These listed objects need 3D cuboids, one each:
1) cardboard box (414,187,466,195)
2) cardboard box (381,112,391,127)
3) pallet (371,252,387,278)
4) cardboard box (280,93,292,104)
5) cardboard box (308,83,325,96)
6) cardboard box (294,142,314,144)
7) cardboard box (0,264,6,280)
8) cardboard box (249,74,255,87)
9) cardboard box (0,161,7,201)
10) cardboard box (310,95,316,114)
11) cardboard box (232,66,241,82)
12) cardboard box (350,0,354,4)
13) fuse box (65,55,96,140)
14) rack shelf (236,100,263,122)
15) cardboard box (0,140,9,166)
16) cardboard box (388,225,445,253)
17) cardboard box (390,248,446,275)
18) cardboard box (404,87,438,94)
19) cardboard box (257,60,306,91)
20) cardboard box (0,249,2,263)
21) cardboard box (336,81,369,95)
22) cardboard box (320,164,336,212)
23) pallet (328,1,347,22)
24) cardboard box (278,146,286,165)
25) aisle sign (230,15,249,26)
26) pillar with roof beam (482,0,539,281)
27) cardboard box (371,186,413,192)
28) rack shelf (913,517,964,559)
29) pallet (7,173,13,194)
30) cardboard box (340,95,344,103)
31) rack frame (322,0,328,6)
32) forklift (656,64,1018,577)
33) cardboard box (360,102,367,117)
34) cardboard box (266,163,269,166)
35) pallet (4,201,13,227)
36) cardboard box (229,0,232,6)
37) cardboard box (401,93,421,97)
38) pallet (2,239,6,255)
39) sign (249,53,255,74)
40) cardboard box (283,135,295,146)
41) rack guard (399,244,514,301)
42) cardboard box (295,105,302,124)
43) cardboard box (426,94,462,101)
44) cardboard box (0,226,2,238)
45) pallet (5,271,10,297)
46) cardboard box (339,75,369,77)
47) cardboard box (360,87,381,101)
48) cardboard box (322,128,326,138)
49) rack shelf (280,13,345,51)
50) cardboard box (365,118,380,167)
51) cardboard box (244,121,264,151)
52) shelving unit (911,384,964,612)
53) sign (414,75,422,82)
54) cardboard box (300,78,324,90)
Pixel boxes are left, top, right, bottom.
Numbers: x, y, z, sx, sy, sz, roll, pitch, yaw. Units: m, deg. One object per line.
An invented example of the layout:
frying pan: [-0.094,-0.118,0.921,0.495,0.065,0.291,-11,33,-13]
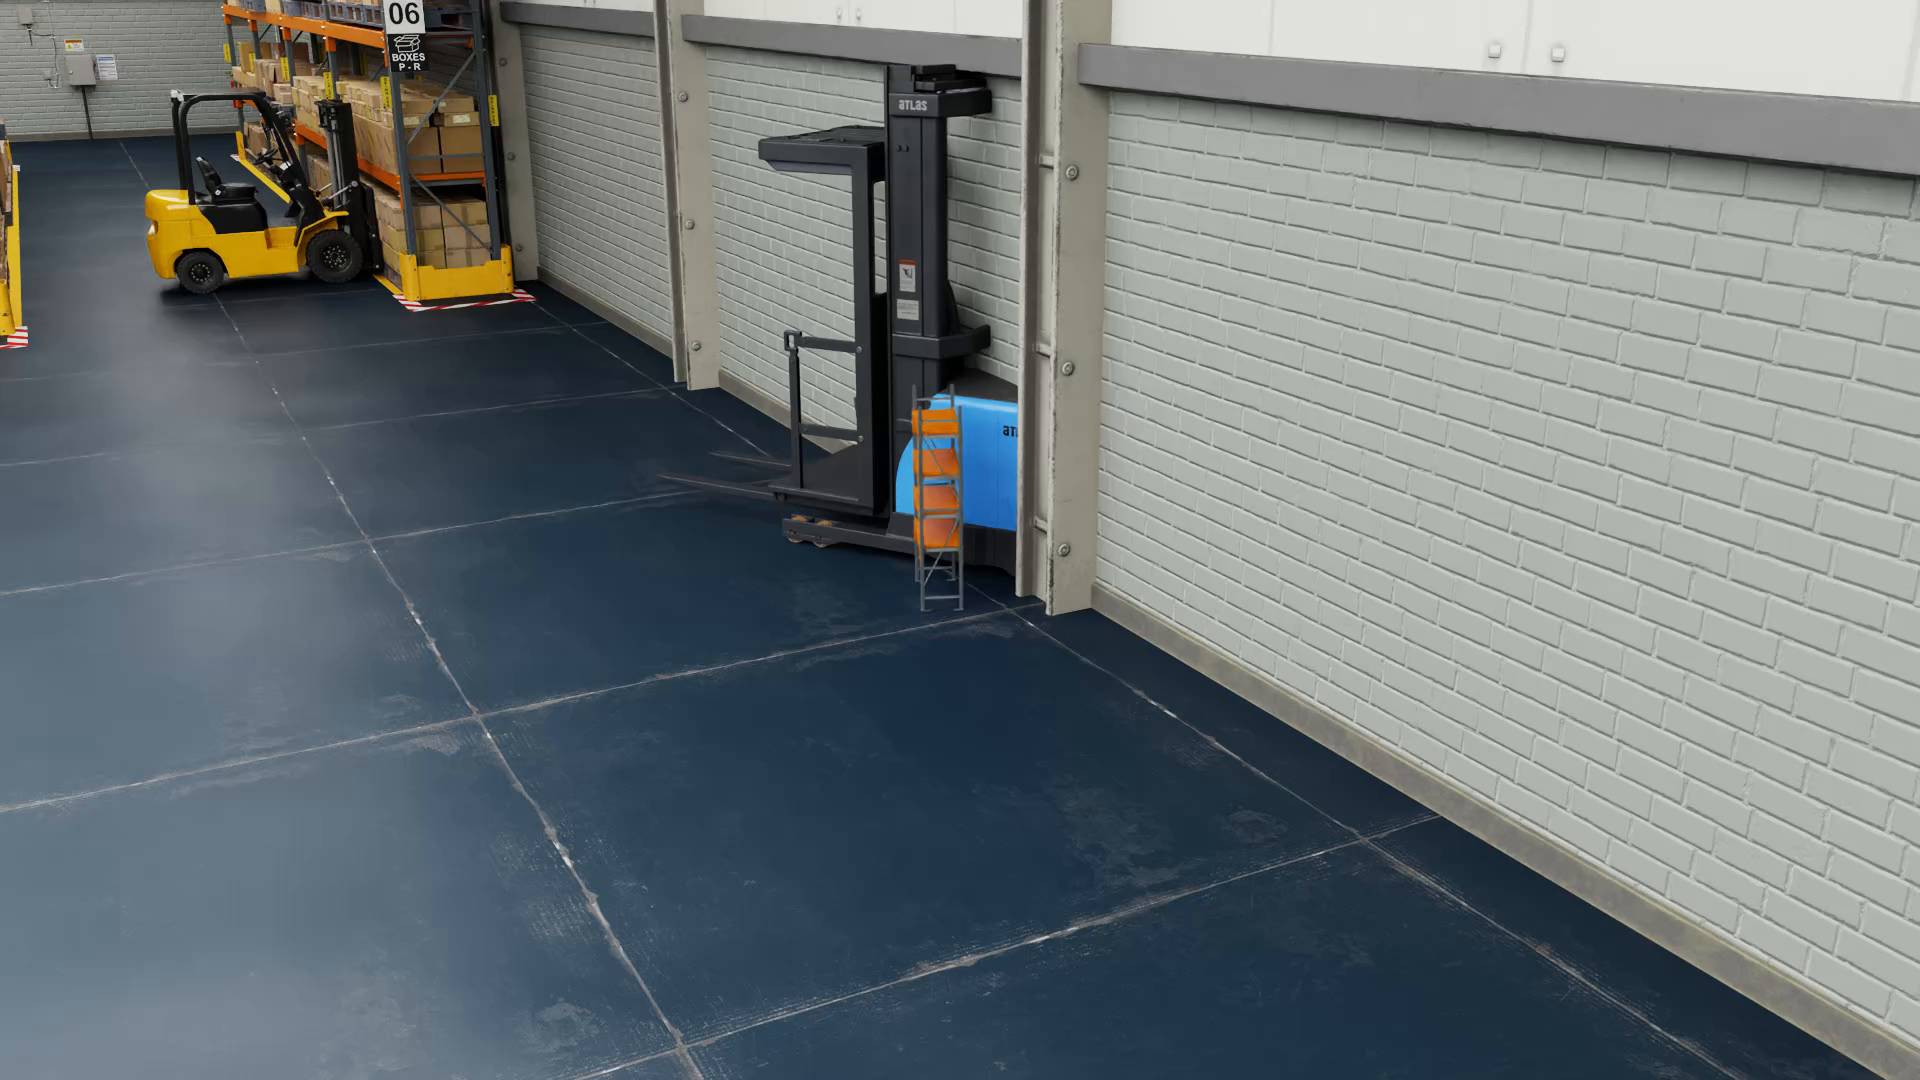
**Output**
cardboard box: [-6.140,-4.002,19.670,0.500,0.250,0.500,-10,21,-27]
cardboard box: [-6.168,-4.654,18.373,0.380,0.149,0.250,-10,21,-26]
pallet: [-6.585,-3.420,20.220,1.003,0.211,1.213,-10,21,-27]
cardboard box: [-10.058,-6.681,25.136,0.380,0.149,0.250,-10,21,-26]
cardboard box: [-8.694,-6.168,22.759,0.380,0.149,0.250,-11,22,-28]
cardboard box: [-10.194,-6.137,26.012,0.380,0.149,0.250,-9,21,-25]
cardboard box: [-10.352,-2.726,17.506,0.500,0.250,0.500,-9,21,-25]
cardboard box: [-12.015,-7.940,28.817,0.500,0.250,0.500,-10,21,-26]
cardboard box: [-14.450,-5.364,24.192,0.875,0.875,0.875,-10,21,-26]
cardboard box: [-8.679,-6.033,22.979,0.500,0.250,0.500,-10,21,-26]
cardboard box: [-13.229,-8.666,30.922,0.500,0.250,0.500,-10,21,-26]
cardboard box: [-6.677,-6.461,19.202,0.797,0.503,0.637,-9,21,-25]
fuse box: [-18.354,-9.288,34.926,0.539,1.711,0.414,-10,21,-27]
rack shelf: [-12.258,-7.854,29.898,1.077,0.370,4.000,-10,21,-27]
cardboard box: [-16.730,-6.551,28.301,0.875,0.438,0.875,-9,21,-25]
cardboard box: [-6.116,-3.402,18.697,0.500,0.250,0.500,-10,22,-27]
cardboard box: [-6.111,-3.160,18.763,0.500,0.250,0.500,-10,21,-26]
cardboard box: [-6.419,-5.323,19.856,0.380,0.149,0.250,-9,21,-25]
cardboard box: [-11.029,-7.544,27.098,0.700,0.500,0.500,-10,21,-26]
cardboard box: [-10.611,-3.235,17.829,0.500,0.500,0.500,-10,21,-26]
cardboard box: [-7.619,-5.681,20.892,0.380,0.149,0.250,-10,21,-26]
cardboard box: [-8.487,-4.987,23.483,0.875,0.625,0.625,-11,22,-29]
pallet: [-7.081,-6.459,20.289,1.003,0.211,1.213,-10,21,-27]
cardboard box: [-10.782,-6.168,27.097,0.500,0.500,0.500,-11,22,-28]
aisle sign: [-13.498,-9.972,30.945,0.394,0.787,0.004,-10,21,-27]
pillar with roof beam: [-8.936,-6.684,16.206,9.100,9.000,0.400,-10,21,-27]
cardboard box: [-6.833,-4.066,19.856,0.500,0.250,0.500,-10,22,-28]
rack shelf: [-0.126,0.008,9.581,0.258,0.148,0.480,-2,19,-5]
pallet: [-15.967,-5.763,27.008,1.003,0.211,1.213,-10,21,-27]
cardboard box: [-7.589,-5.545,20.956,0.380,0.149,0.250,-10,22,-28]
rack frame: [-7.509,-8.160,20.483,1.000,3.000,0.127,-10,21,-27]
forklift: [-0.557,-1.480,10.428,3.031,2.935,1.130,10,21,26]
cardboard box: [-6.872,-5.099,19.661,0.380,0.149,0.250,-10,22,-28]
cardboard box: [-11.831,-6.586,28.845,0.380,0.149,0.250,-11,22,-28]
pallet: [-14.083,-4.622,23.702,1.003,0.211,1.213,-10,21,-27]
cardboard box: [-12.848,-9.631,29.731,0.380,0.149,0.250,-10,21,-27]
cardboard box: [-6.310,-4.960,18.804,0.380,0.149,0.250,-10,21,-26]
pallet: [-12.247,-3.459,20.332,1.003,0.211,1.213,-10,21,-27]
sign: [-11.782,-7.943,27.726,0.100,0.325,0.005,-10,21,-27]
cardboard box: [-10.812,-6.506,27.082,0.380,0.149,0.250,-10,21,-27]
rack guard: [-5.598,-2.987,18.521,1.175,0.500,0.348,-10,21,-27]
cardboard box: [-9.413,-6.236,24.335,0.500,0.250,0.500,-10,21,-26]
cardboard box: [-5.813,-4.954,18.784,0.380,0.149,0.250,-10,21,-26]
cardboard box: [-12.471,-3.866,20.622,0.950,0.372,0.625,-9,21,-23]
pallet: [-10.942,-2.698,18.126,1.003,0.211,1.213,-10,21,-27]
cardboard box: [-8.853,-6.706,24.320,0.380,0.149,0.250,-9,21,-25]
cardboard box: [-6.937,-5.323,19.856,0.380,0.149,0.250,-10,21,-27]
cardboard box: [-8.222,-5.501,22.203,0.500,0.250,0.500,-10,21,-27]
rack shelf: [-8.459,-6.976,22.753,1.077,0.370,4.000,-10,21,-27]
cardboard box: [-6.556,-4.621,19.271,0.500,0.500,0.500,-10,22,-28]
cardboard box: [-13.000,-7.597,31.232,0.797,0.503,0.637,-11,22,-29]
shelving unit: [-0.128,-0.243,9.494,0.258,1.200,0.503,-2,19,-5]
sign: [-7.021,-5.857,21.558,0.100,0.325,0.005,-10,21,-27]
cardboard box: [-9.244,-6.543,23.846,0.380,0.149,0.250,-9,21,-25]
